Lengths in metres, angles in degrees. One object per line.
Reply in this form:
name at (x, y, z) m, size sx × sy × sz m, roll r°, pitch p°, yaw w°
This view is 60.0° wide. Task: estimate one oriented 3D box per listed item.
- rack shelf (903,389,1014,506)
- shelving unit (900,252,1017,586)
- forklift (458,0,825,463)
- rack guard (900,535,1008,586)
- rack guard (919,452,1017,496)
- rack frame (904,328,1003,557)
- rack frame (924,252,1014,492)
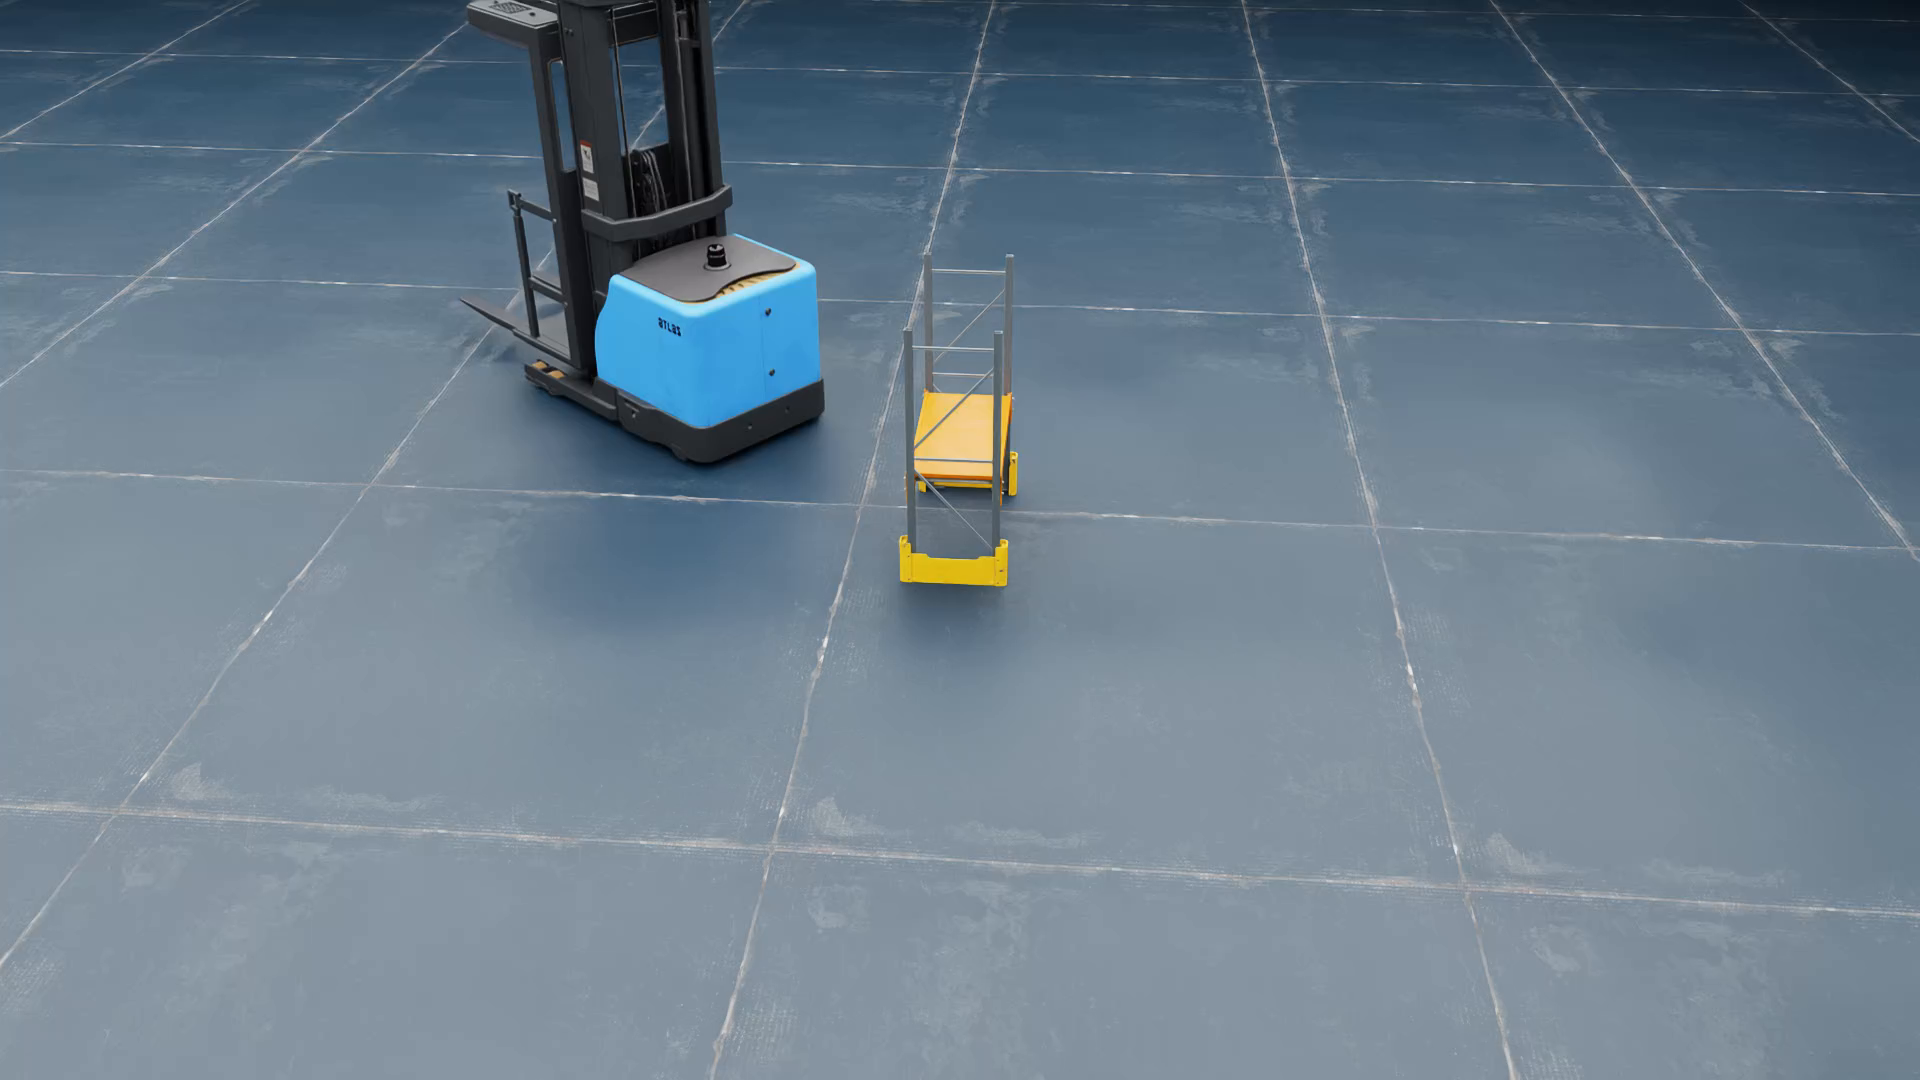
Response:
rack shelf at (0.007, -0.530, 9.304) m, size 0.538 × 0.185 × 1.000 m, roll 2°, pitch 32°, yaw 4°
shelving unit at (0.006, -0.678, 9.201) m, size 0.587 × 1.500 × 1.083 m, roll 2°, pitch 32°, yaw 4°
forklift at (-2.285, -2.383, 10.604) m, size 3.031 × 2.935 × 1.130 m, roll 27°, pitch 41°, yaw 36°
rack guard at (-0.034, 0.114, 9.107) m, size 0.587 × 0.250 × 0.087 m, roll 2°, pitch 32°, yaw 4°
rack guard at (0.047, -0.407, 9.952) m, size 0.587 × 0.250 × 0.087 m, roll 2°, pitch 32°, yaw 4°
rack frame at (-0.034, -0.417, 8.778) m, size 0.500 × 1.500 × 0.032 m, roll 2°, pitch 32°, yaw 4°
rack frame at (0.048, -0.949, 9.641) m, size 0.500 × 1.500 × 0.032 m, roll 2°, pitch 32°, yaw 4°
